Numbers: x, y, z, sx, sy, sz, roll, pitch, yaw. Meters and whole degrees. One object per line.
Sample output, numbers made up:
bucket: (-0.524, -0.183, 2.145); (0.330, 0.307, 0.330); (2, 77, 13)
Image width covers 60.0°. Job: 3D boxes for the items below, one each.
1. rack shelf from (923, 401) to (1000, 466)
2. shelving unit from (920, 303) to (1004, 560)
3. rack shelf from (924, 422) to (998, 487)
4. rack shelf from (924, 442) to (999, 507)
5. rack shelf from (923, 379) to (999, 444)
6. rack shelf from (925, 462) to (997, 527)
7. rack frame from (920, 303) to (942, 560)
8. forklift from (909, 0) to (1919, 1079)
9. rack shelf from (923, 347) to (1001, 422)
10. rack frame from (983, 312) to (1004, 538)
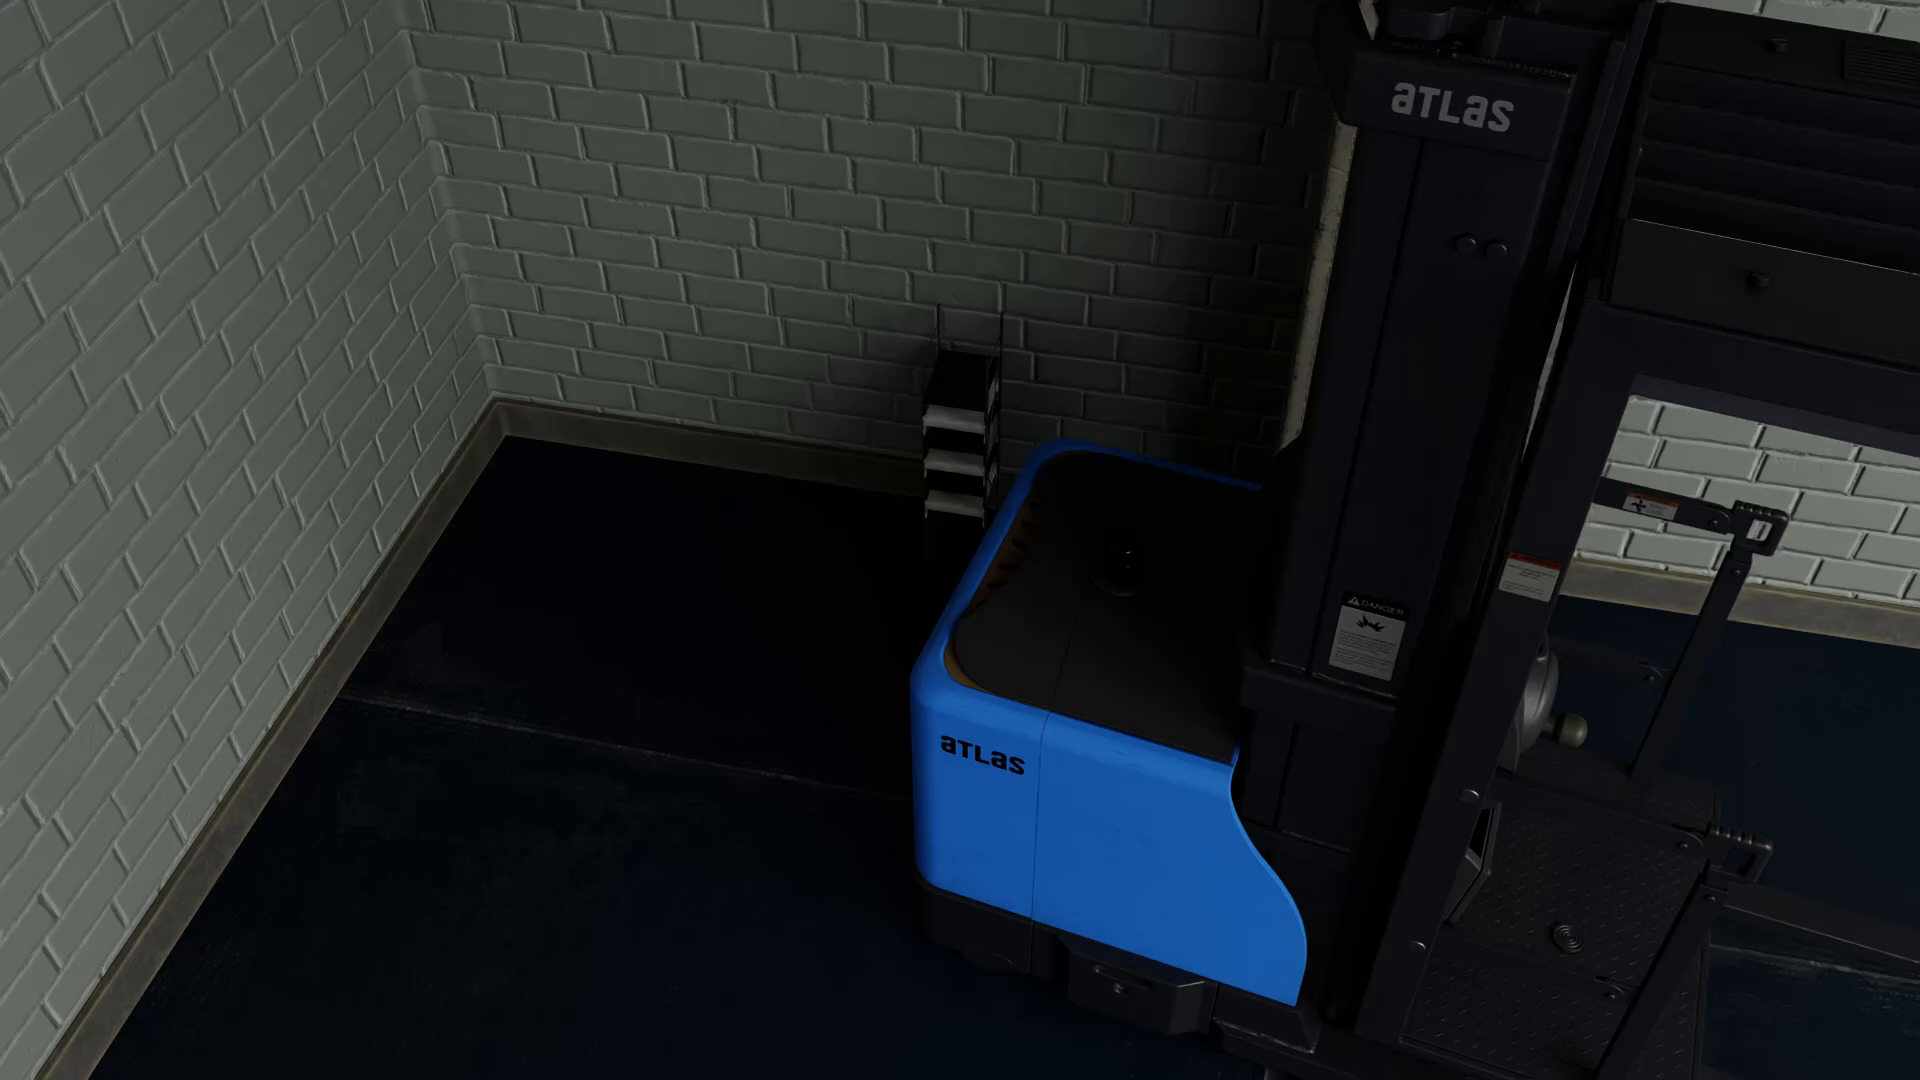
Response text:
rack shelf: (0.008, -0.364, 5.397); (0.200, 0.077, 0.258); (9, 45, 9)
shelving unit: (0.008, -0.323, 5.437); (0.210, 0.900, 0.258); (9, 45, 9)
rack shelf: (0.008, -0.299, 5.460); (0.200, 0.077, 0.258); (9, 45, 9)
rack shelf: (0.008, -0.234, 5.522); (0.200, 0.077, 0.258); (9, 45, 9)
rack shelf: (0.008, -0.429, 5.335); (0.200, 0.077, 0.258); (9, 45, 9)
rack shelf: (0.008, -0.169, 5.585); (0.200, 0.077, 0.258); (9, 45, 9)
rack frame: (-0.091, -0.338, 5.453); (0.006, 0.900, 0.240); (9, 45, 9)
forklift: (1.436, 0.105, 3.527); (3.031, 2.935, 1.130); (15, 46, 15)
rack shelf: (0.008, -0.493, 5.273); (0.200, 0.077, 0.258); (9, 45, 9)
rack frame: (0.107, -0.308, 5.421); (0.006, 0.900, 0.240); (9, 45, 9)
